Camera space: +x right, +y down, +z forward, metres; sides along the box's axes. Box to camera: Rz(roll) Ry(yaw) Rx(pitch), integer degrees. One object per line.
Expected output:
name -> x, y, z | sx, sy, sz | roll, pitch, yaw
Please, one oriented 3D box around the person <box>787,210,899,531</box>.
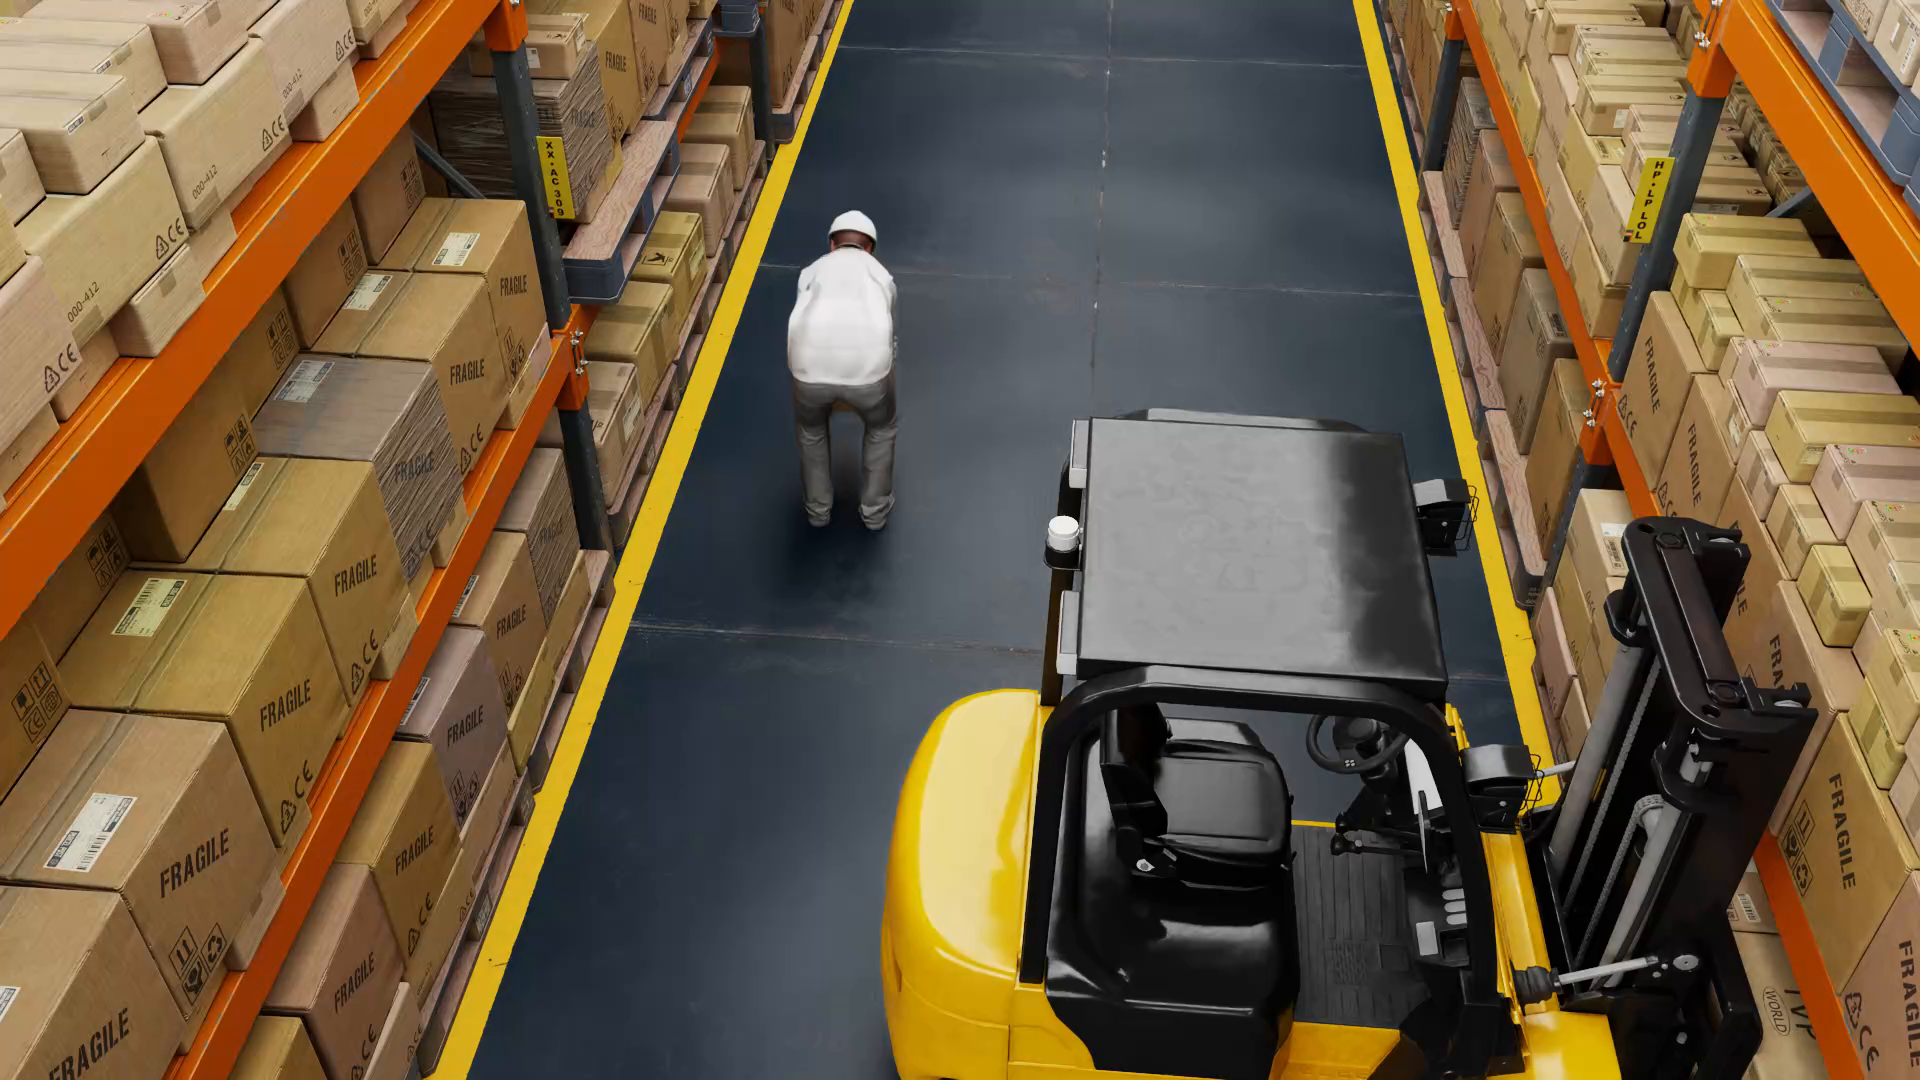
person -> -0.500, -0.746, 7.479 | 0.459, 1.202, 0.995 | 2, 40, 2
